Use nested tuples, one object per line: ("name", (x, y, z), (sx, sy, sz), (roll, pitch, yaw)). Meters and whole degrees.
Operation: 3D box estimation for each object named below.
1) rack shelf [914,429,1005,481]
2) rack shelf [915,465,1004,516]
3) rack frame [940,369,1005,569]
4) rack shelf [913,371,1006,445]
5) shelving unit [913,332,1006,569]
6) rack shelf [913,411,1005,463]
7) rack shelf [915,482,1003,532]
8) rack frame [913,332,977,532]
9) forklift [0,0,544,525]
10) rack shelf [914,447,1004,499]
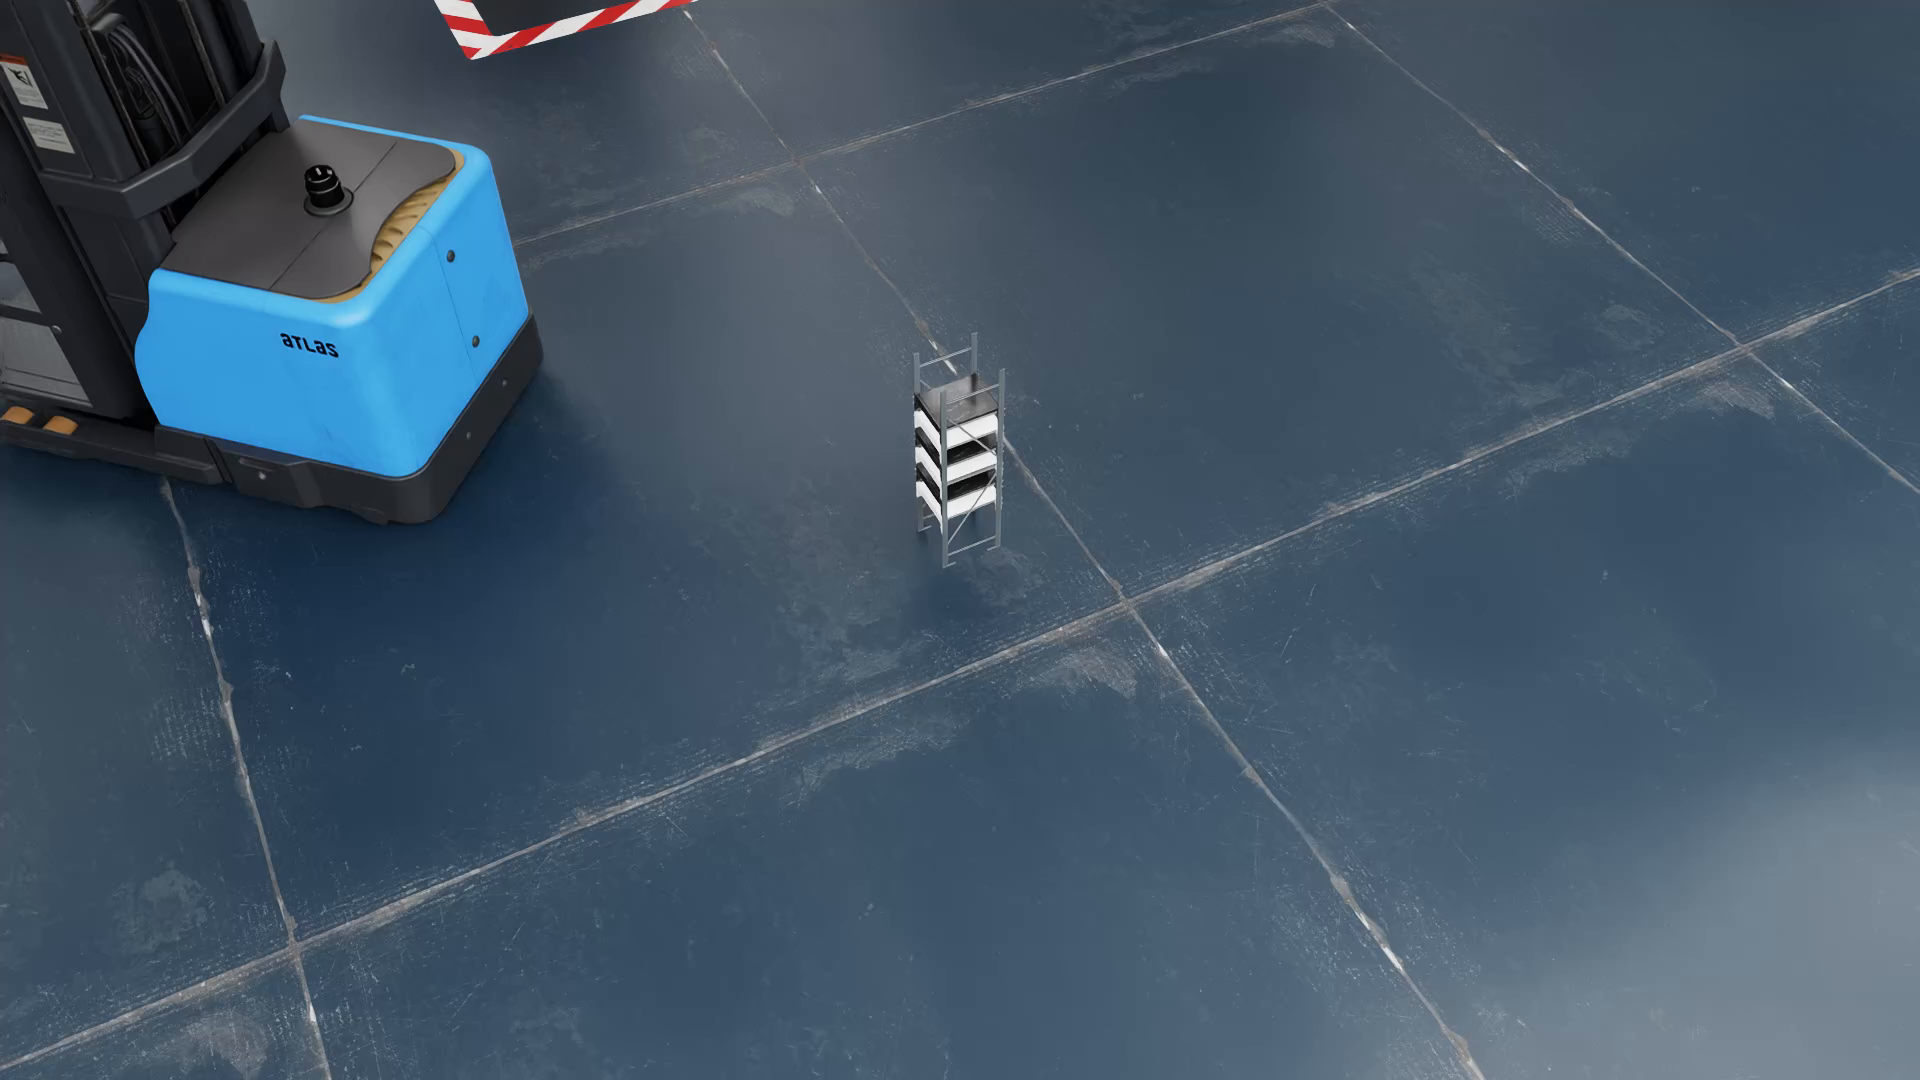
("rack shelf", (-0.004, -0.339, 5.873), (0.258, 0.077, 0.200), (-21, 52, -18))
("rack shelf", (-0.004, -0.221, 6.009), (0.258, 0.077, 0.200), (-21, 52, -18))
("rack frame", (0.043, -0.234, 5.857), (0.240, 0.900, 0.006), (-21, 52, -18))
("rack shelf", (-0.004, -0.458, 5.738), (0.258, 0.077, 0.200), (-21, 52, -18))
("shelving unit", (-0.004, -0.302, 5.916), (0.258, 0.900, 0.210), (-21, 52, -18))
("rack shelf", (-0.004, -0.398, 5.806), (0.258, 0.077, 0.200), (-21, 52, -18))
("rack shelf", (-0.004, -0.161, 6.077), (0.258, 0.077, 0.200), (-21, 52, -18))
("rack frame", (-0.050, -0.370, 5.976), (0.240, 0.900, 0.006), (-21, 52, -18))
("forklift", (-3.279, -1.657, 5.752), (3.031, 2.935, 1.130), (12, 50, 11))
("rack shelf", (-0.004, -0.280, 5.941), (0.258, 0.077, 0.200), (-21, 52, -18))
